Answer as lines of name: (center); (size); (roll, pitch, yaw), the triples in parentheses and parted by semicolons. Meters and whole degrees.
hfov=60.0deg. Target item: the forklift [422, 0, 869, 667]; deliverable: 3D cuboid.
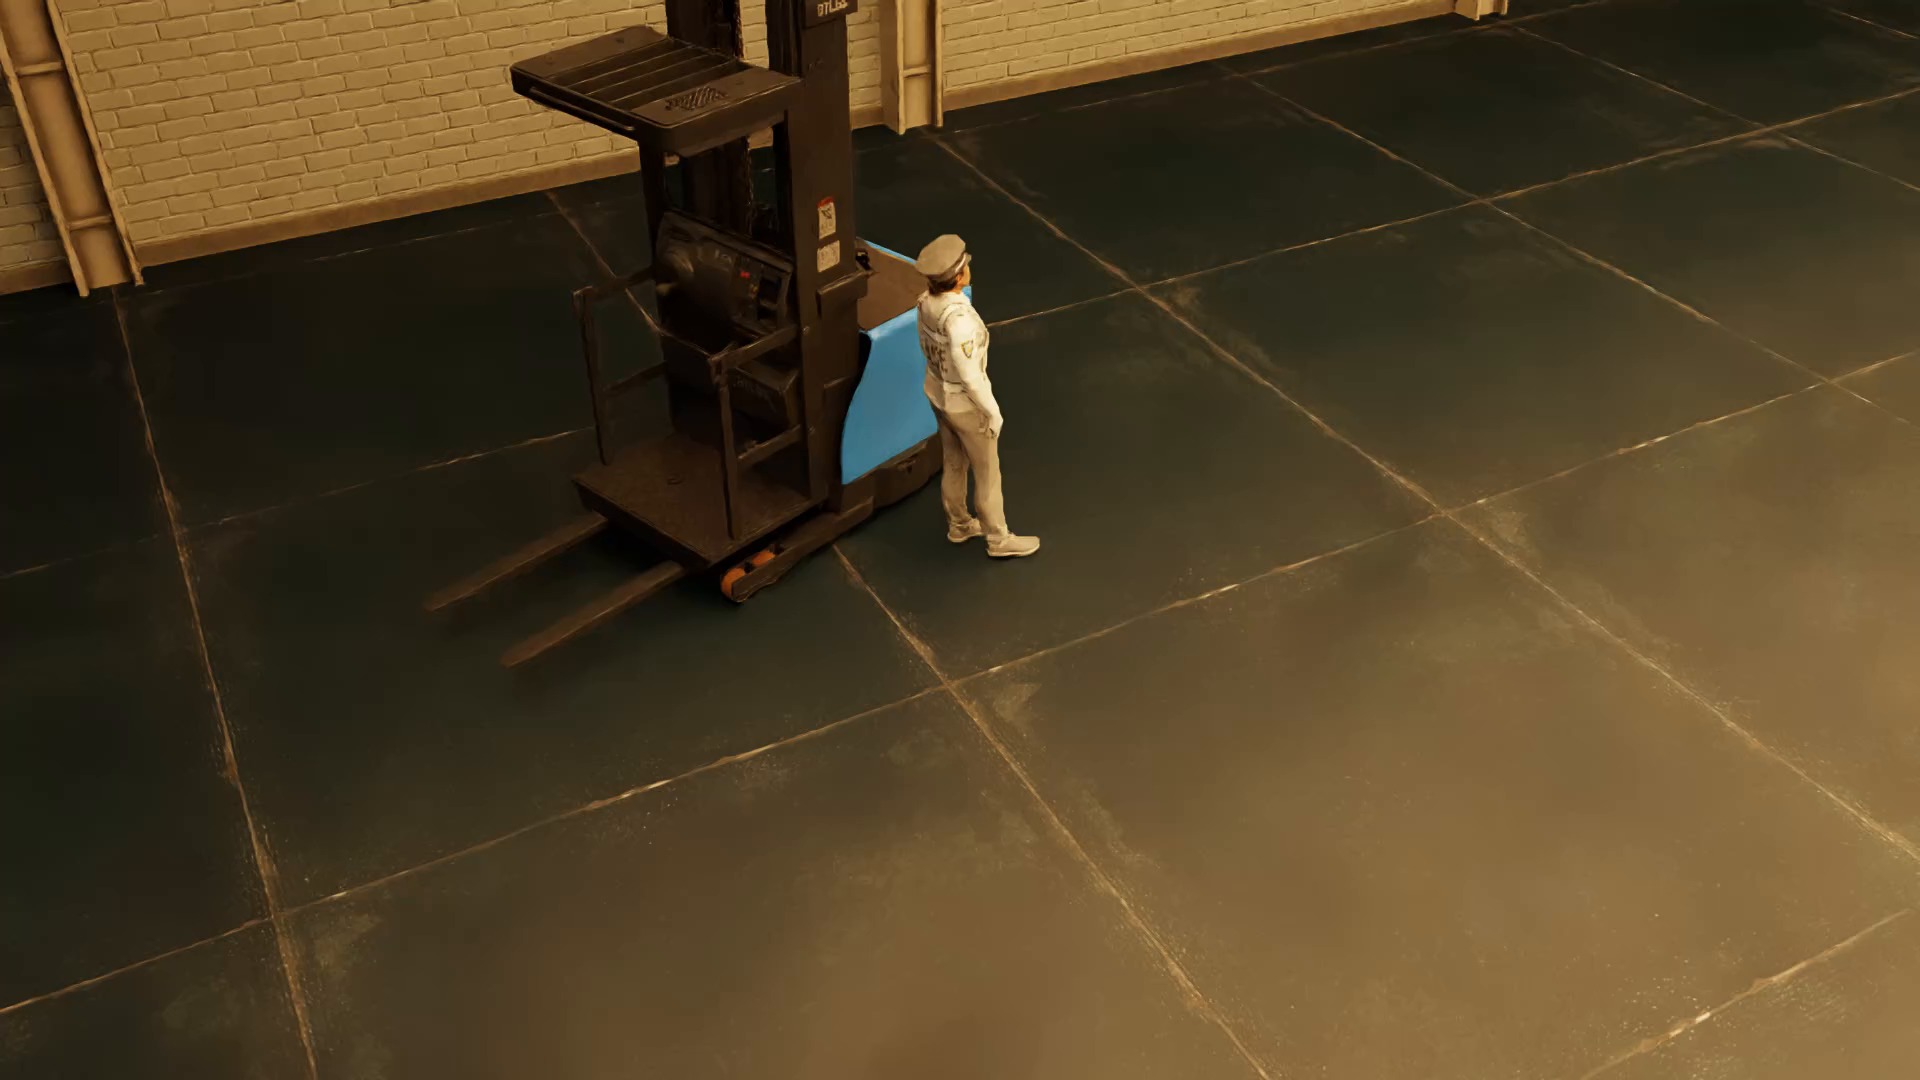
forklift: (-1.283, -1.225, 7.857); (1.121, 2.935, 3.031); (27, 44, 33)

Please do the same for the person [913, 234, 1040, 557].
person: (0.062, -0.713, 8.189); (0.535, 1.695, 0.586); (-17, 39, -23)
